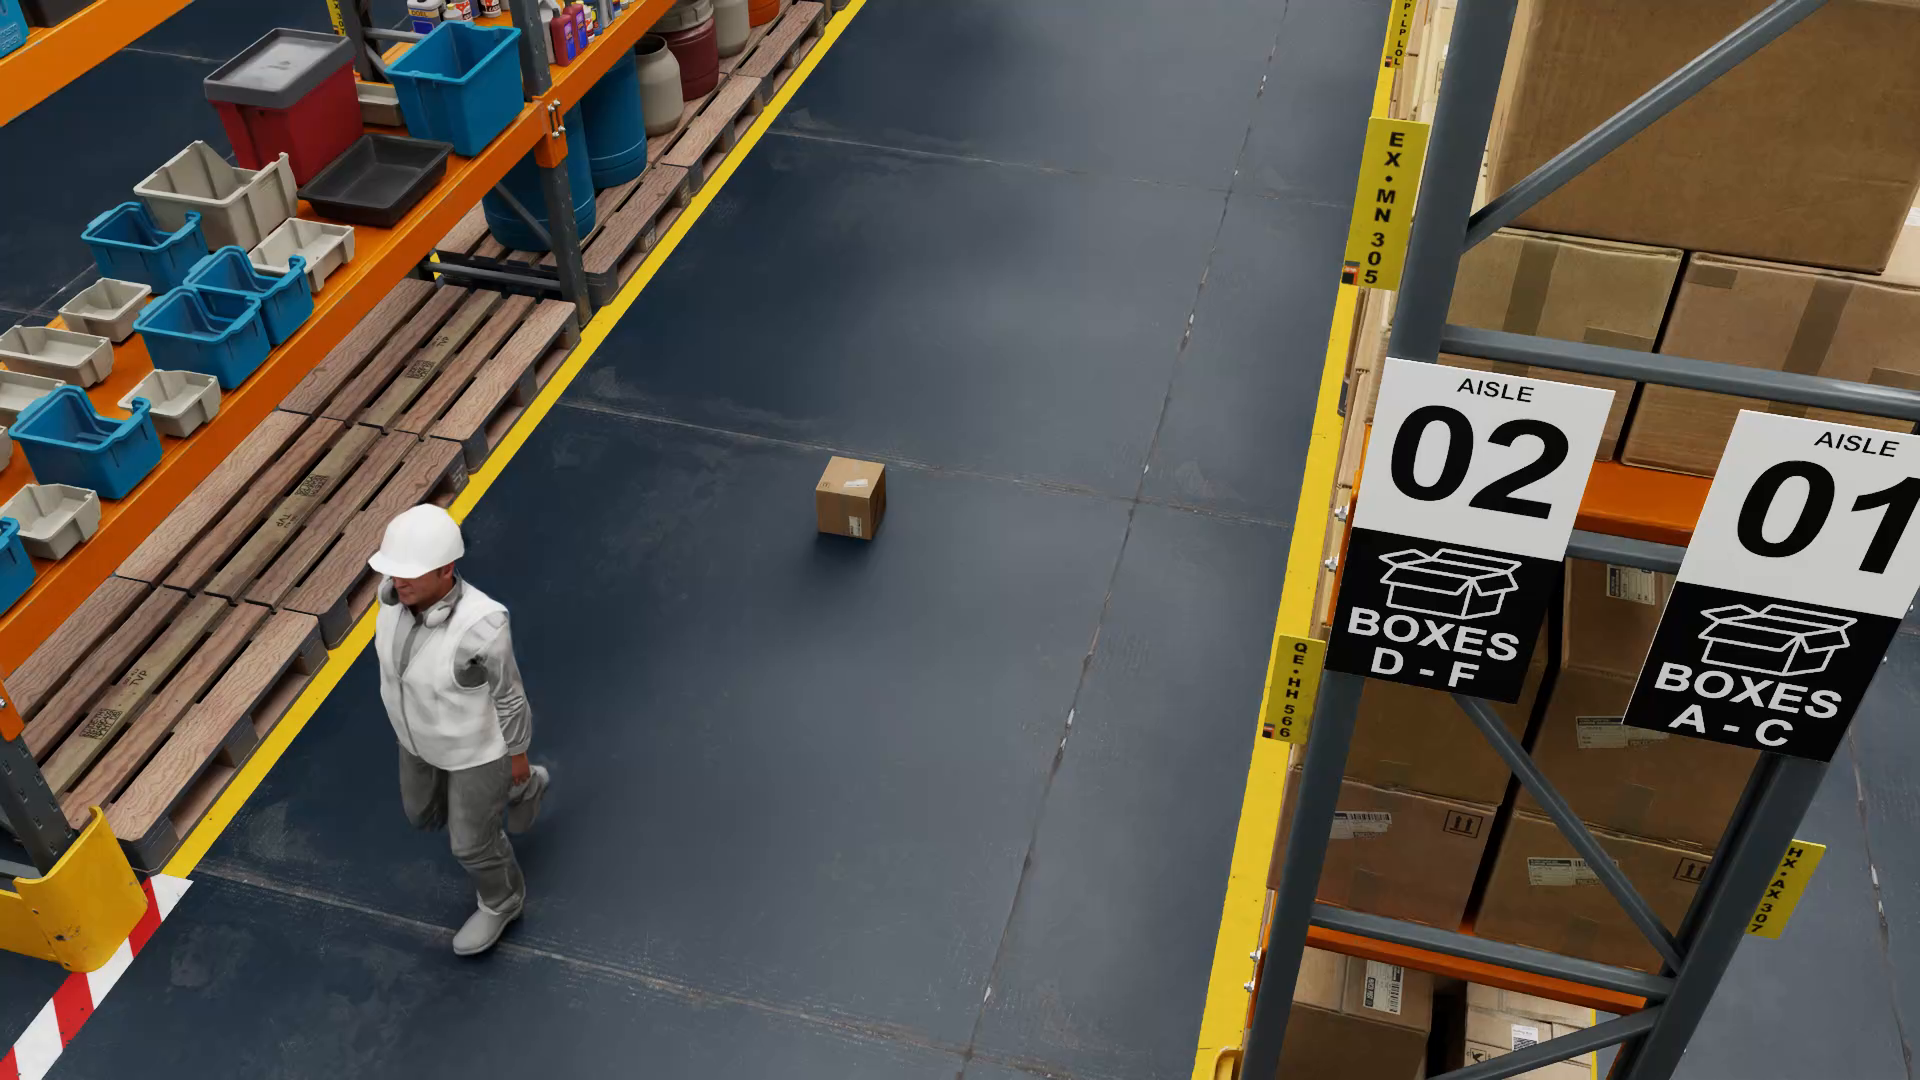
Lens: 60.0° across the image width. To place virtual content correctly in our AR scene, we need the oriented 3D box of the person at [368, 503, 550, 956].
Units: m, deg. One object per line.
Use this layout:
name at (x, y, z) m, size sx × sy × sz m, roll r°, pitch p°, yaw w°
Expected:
person at (-1.607, 0.592, 5.416) m, size 0.543 × 1.757 × 0.645 m, roll 24°, pitch 46°, yaw 25°
